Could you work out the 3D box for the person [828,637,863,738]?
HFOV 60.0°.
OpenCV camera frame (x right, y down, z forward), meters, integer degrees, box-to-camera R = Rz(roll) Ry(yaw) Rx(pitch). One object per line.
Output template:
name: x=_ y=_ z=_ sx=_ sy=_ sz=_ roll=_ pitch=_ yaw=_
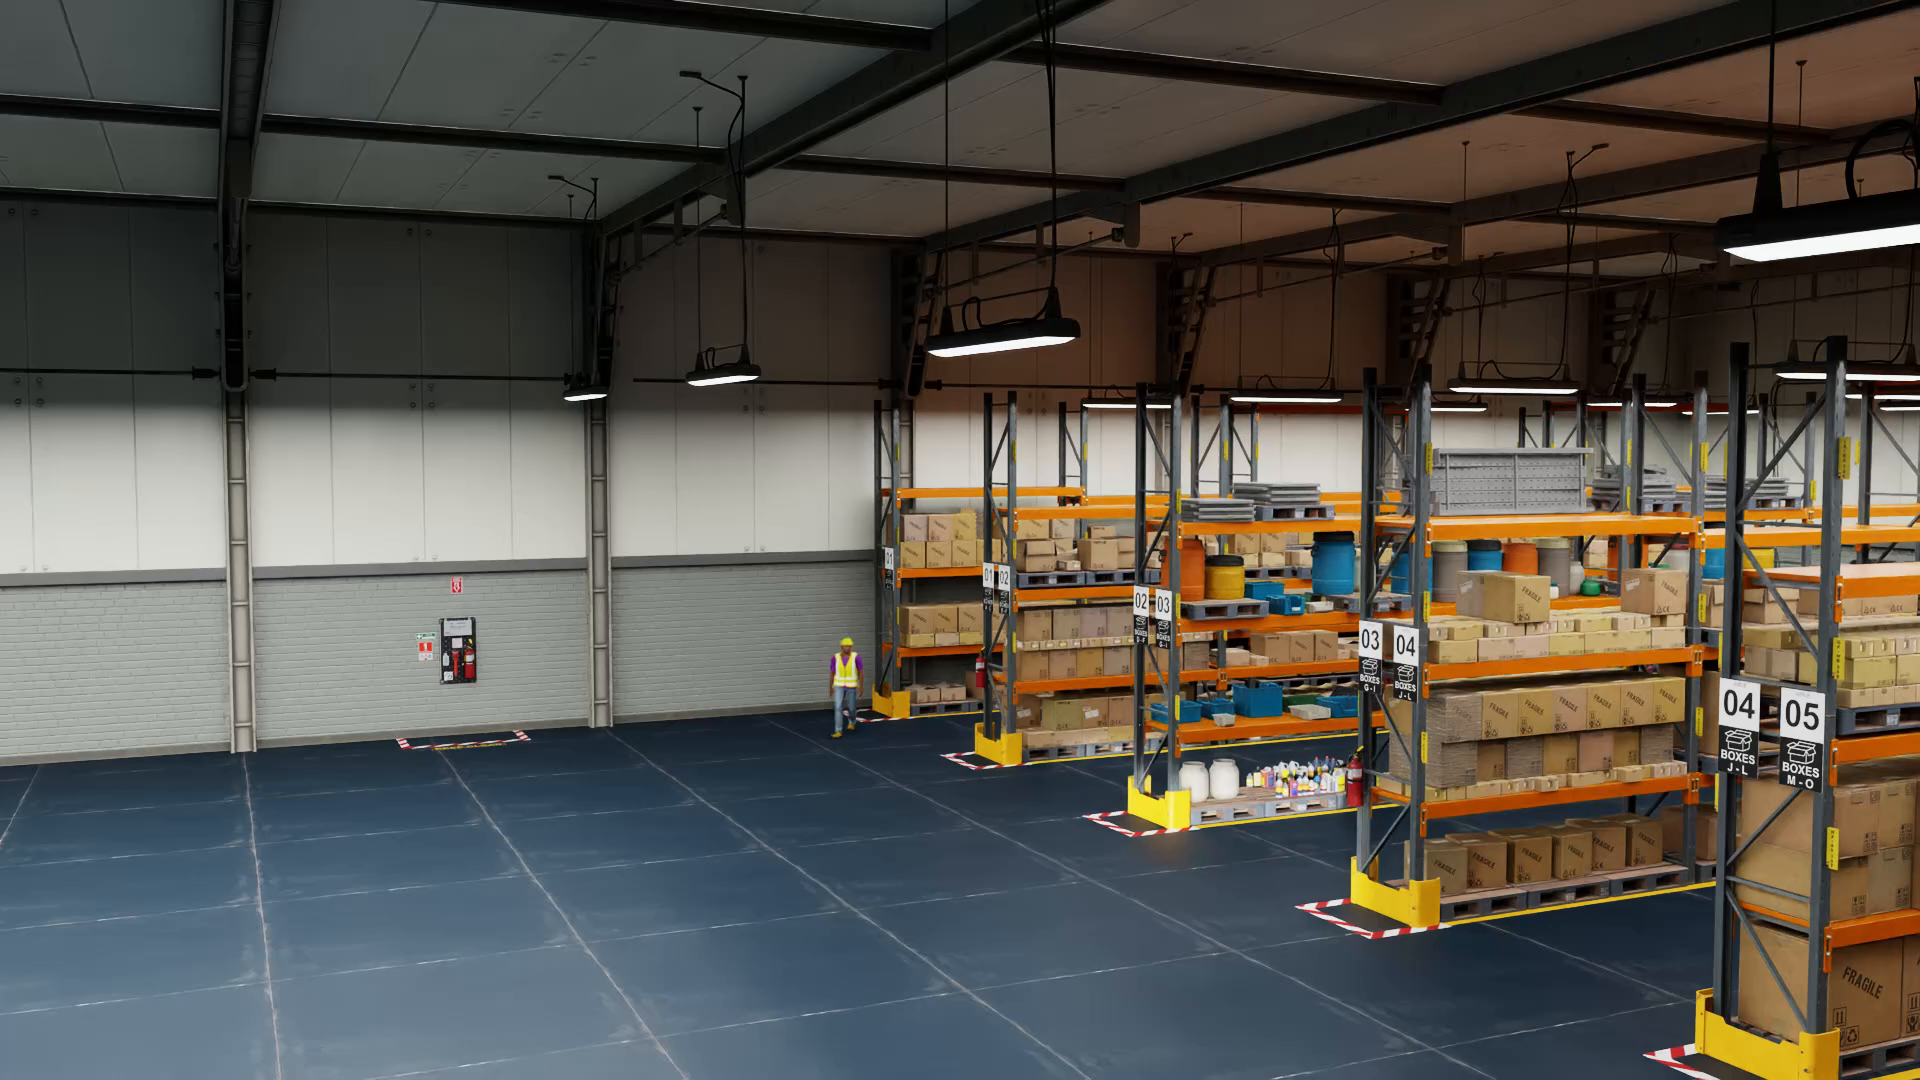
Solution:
person: x=-2.022 y=2.586 z=29.419 sx=0.621 sy=1.739 sz=0.883 roll=0 pitch=3 yaw=0
